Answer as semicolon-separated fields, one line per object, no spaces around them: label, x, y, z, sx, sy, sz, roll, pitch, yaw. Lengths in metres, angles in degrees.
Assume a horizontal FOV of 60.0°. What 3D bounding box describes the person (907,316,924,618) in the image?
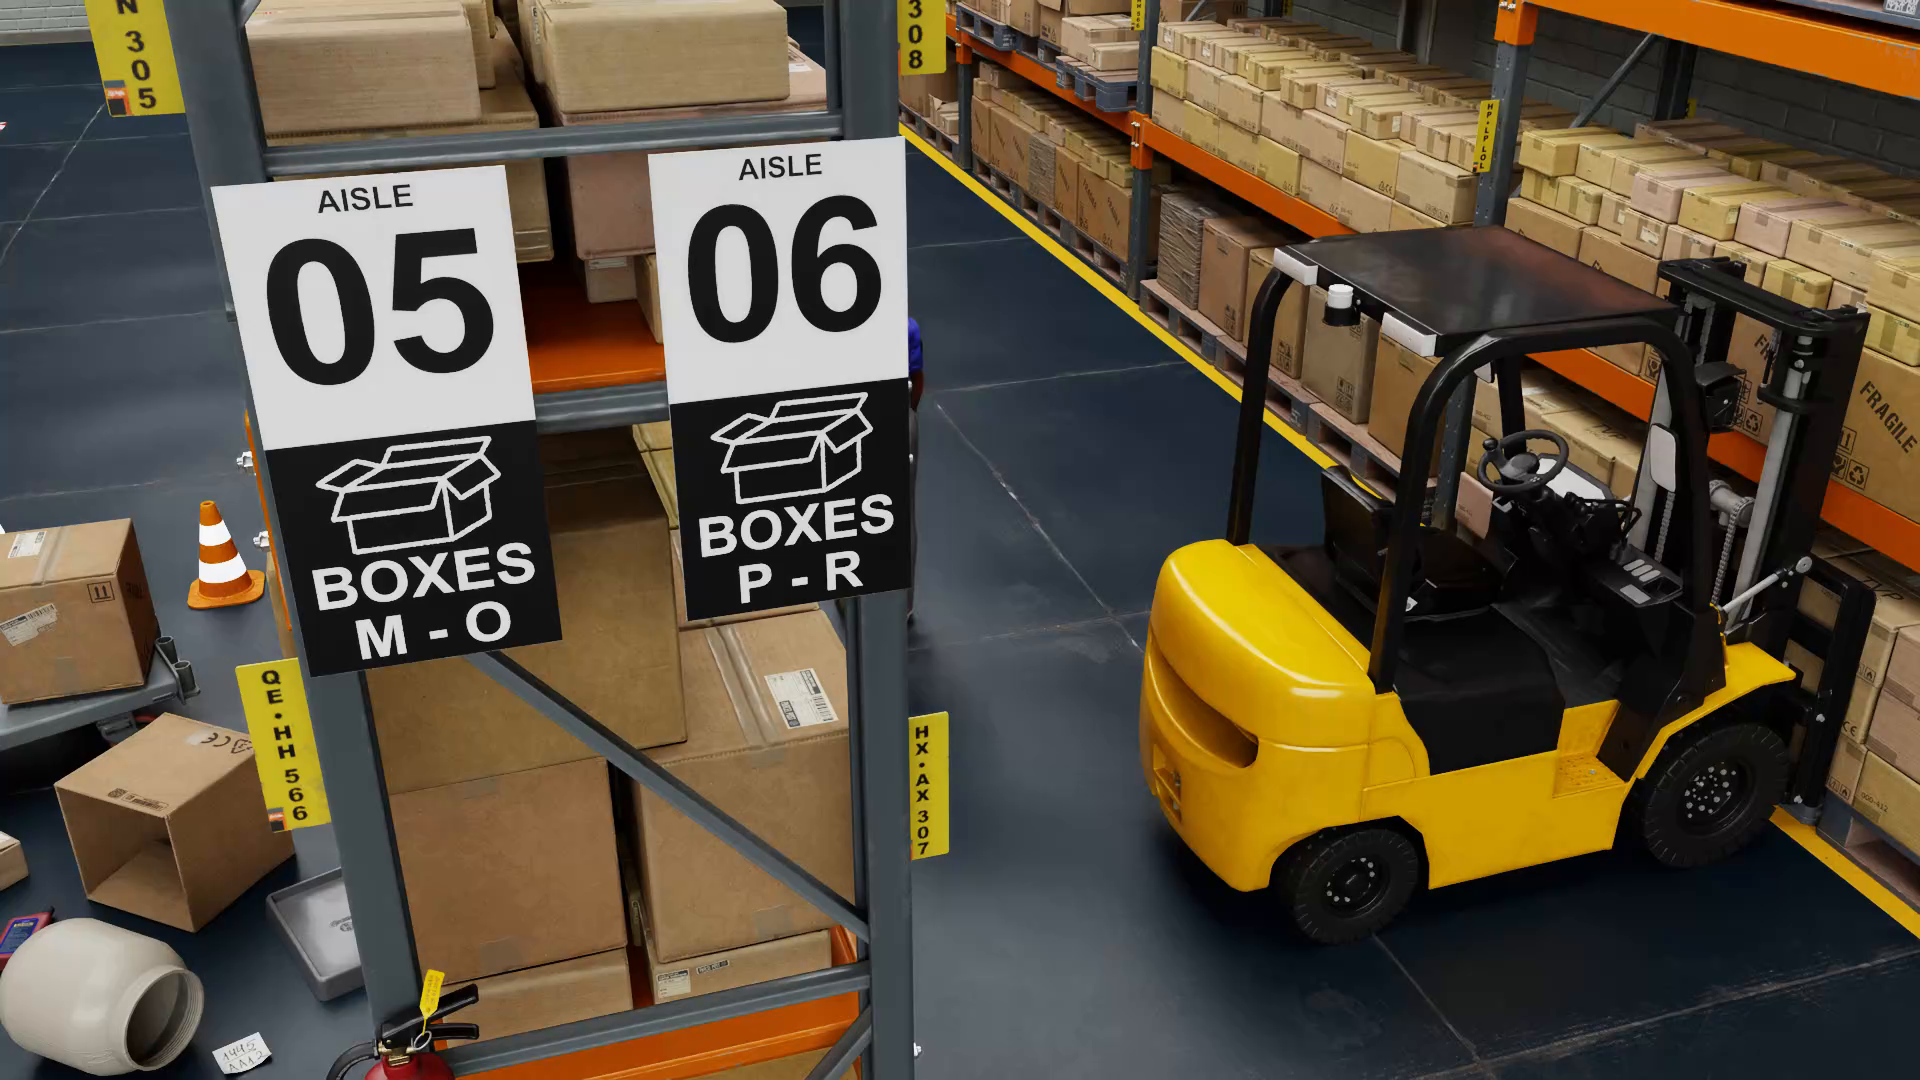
person;-0.387;-0.502;7.647;0.472;1.658;0.867;-6;27;-12
